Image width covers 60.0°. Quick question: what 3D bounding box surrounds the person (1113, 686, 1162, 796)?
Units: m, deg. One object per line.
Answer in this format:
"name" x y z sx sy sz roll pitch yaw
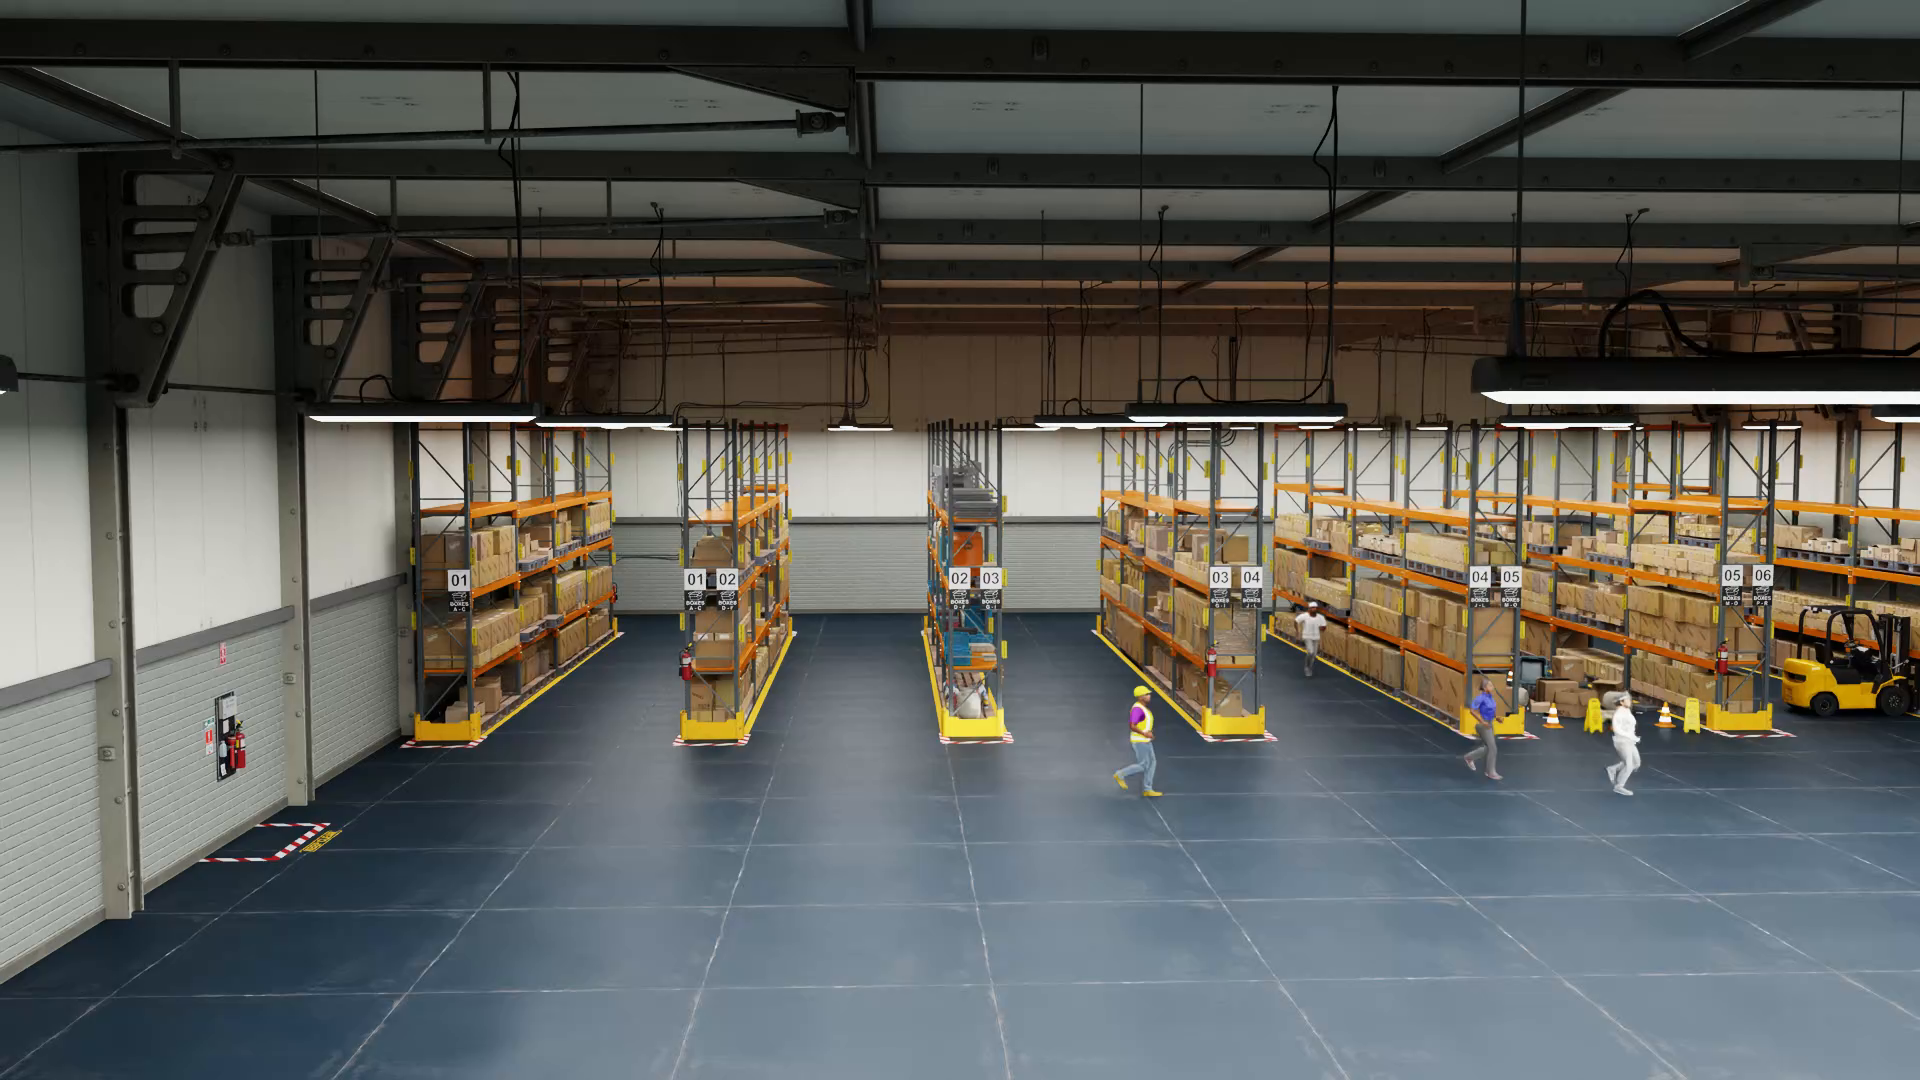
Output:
"person" 2.820 3.168 26.247 0.768 1.743 0.697 1 4 16

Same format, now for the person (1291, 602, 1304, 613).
"person" 10.058 1.789 49.097 0.756 1.615 0.531 0 4 2

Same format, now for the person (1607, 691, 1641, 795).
"person" 10.559 3.215 26.396 0.510 1.658 0.614 3 5 38

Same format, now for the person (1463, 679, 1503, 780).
"person" 8.709 3.136 27.715 0.722 1.648 0.585 3 5 40

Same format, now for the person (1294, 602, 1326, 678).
"person" 8.270 2.341 39.067 0.685 1.785 0.692 -1 4 -10
